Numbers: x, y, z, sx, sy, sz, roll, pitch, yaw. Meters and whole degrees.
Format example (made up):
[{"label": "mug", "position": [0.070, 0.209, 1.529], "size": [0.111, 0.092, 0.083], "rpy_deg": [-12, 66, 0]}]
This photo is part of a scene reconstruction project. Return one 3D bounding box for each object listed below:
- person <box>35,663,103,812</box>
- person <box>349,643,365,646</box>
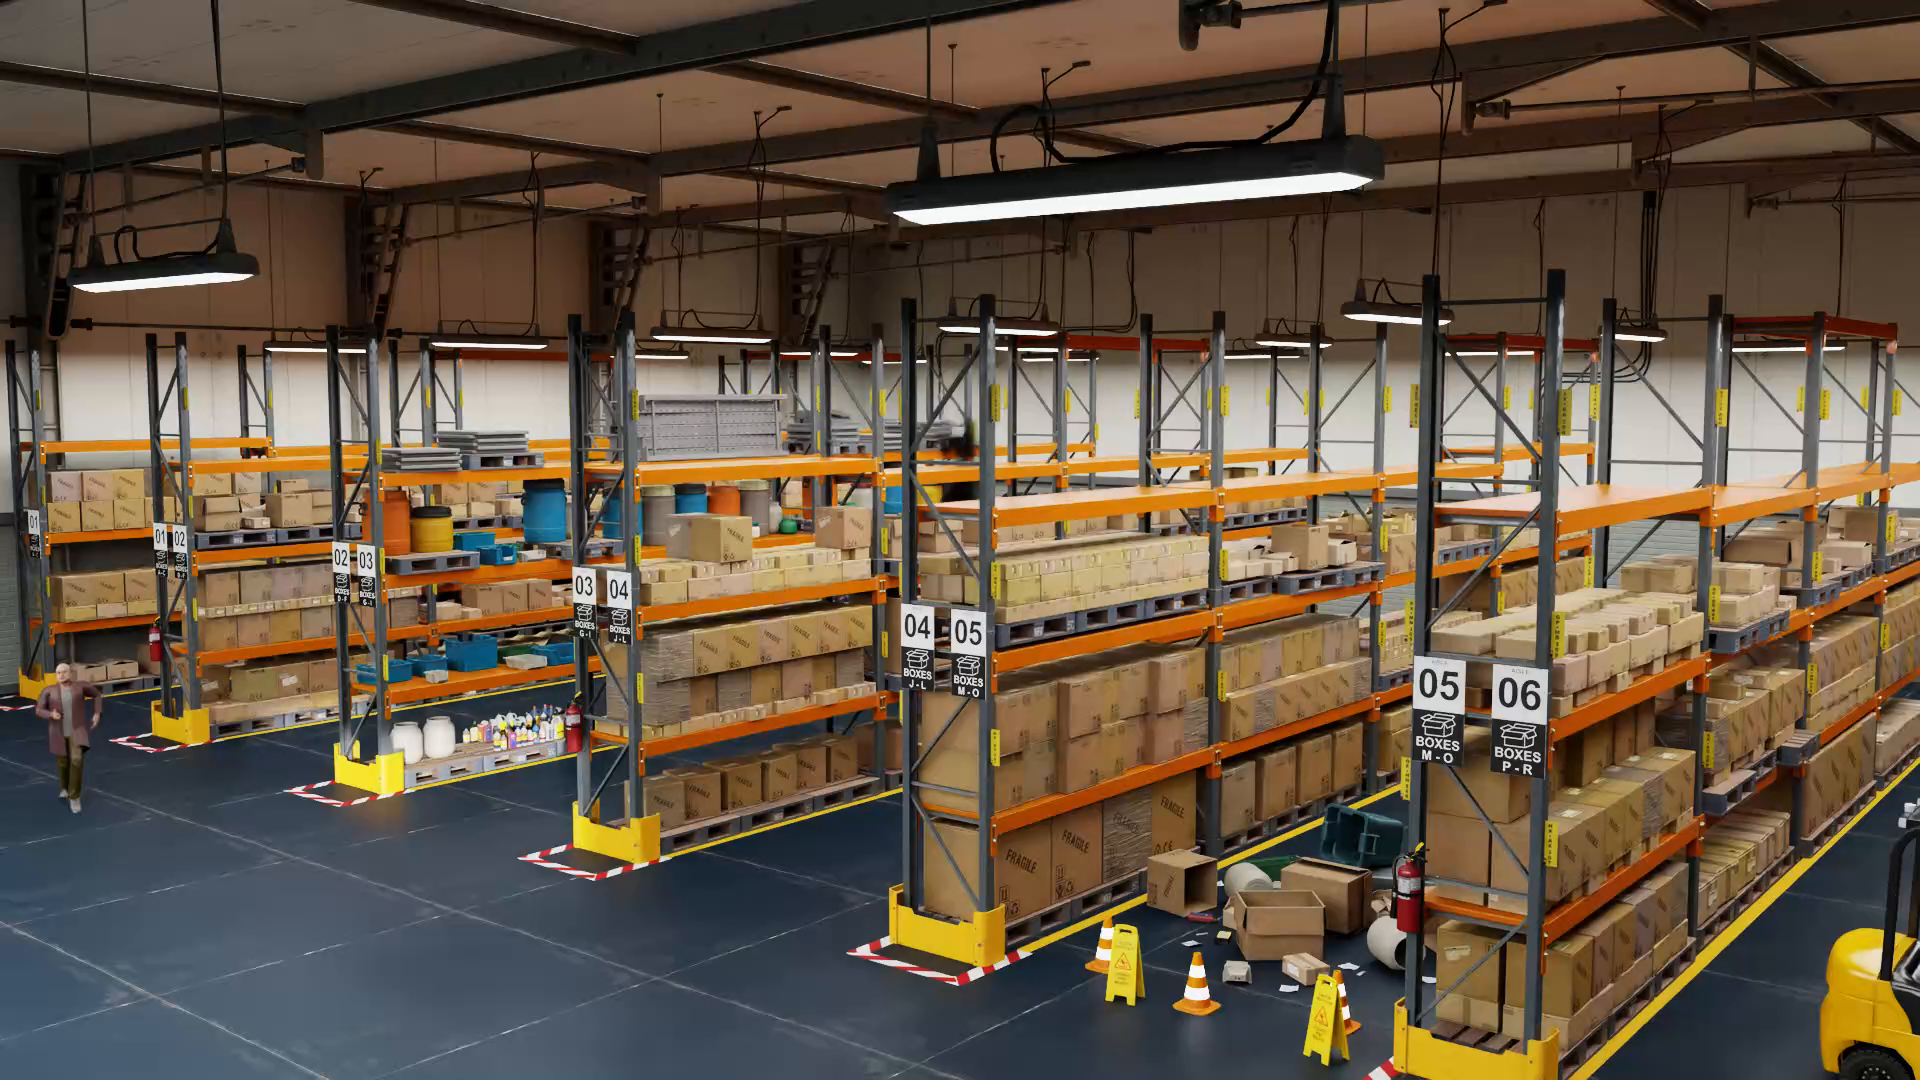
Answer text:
[{"label": "person", "position": [-11.089, 2.440, 20.714], "size": [0.726, 1.823, 0.874], "rpy_deg": [-2, 6, -22]}, {"label": "person", "position": [-10.583, 1.661, 29.288], "size": [0.675, 1.805, 0.689], "rpy_deg": [3, 6, 31]}]
